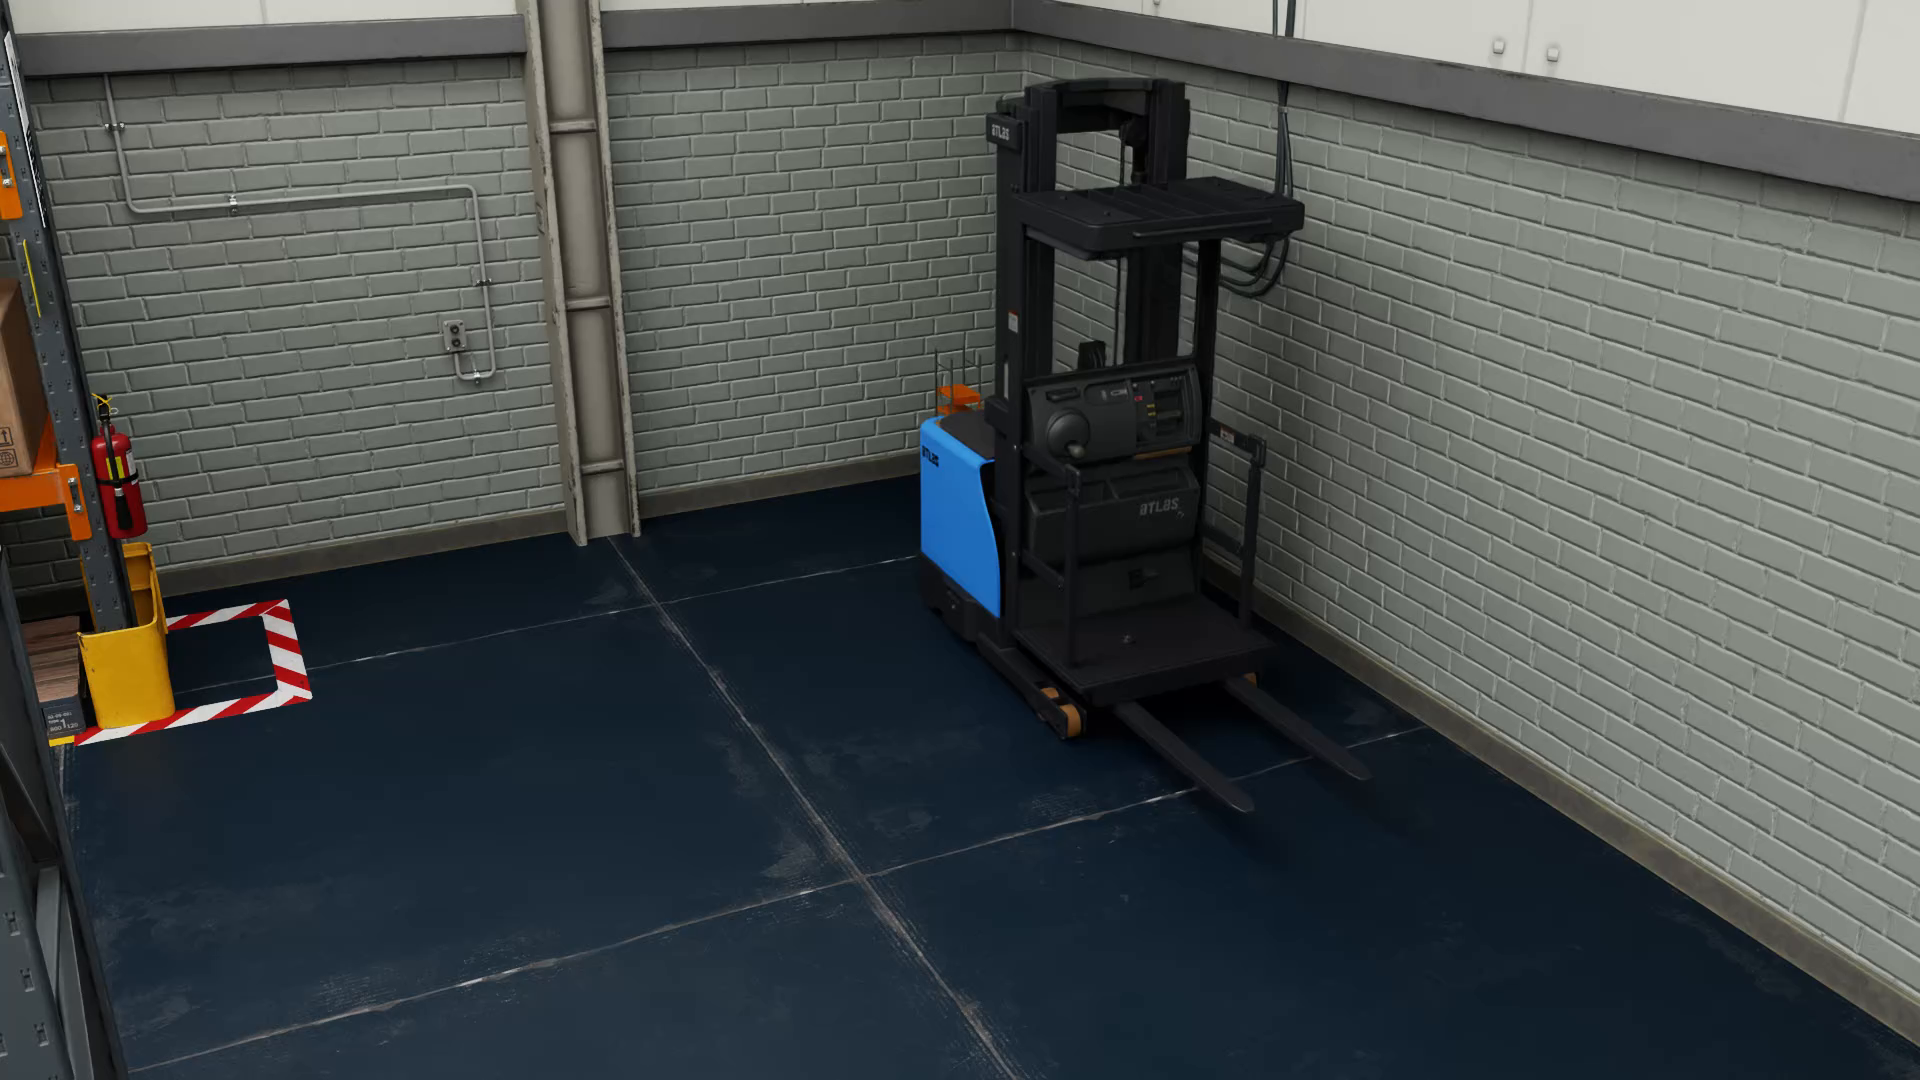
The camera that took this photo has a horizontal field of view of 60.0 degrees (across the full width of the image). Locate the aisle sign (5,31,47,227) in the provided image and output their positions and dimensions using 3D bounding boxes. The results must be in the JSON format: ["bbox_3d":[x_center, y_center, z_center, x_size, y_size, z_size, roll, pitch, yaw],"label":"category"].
[{"bbox_3d":[-4.080,-1.797,7.270,0.004,0.787,0.394,-10,25,-24],"label":"aisle sign"}]

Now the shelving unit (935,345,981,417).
[{"bbox_3d":[-0.013,-0.552,10.015,0.189,1.200,0.258,-10,25,-24],"label":"shelving unit"}]

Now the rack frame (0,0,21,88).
[{"bbox_3d":[-4.275,-3.459,6.841,0.127,3.000,1.000,-10,25,-24],"label":"rack frame"}]

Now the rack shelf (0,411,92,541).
[{"bbox_3d":[-6.078,-0.023,7.325,4.000,0.370,1.077,-10,25,-24],"label":"rack shelf"}]

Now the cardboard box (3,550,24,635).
[{"bbox_3d":[-4.863,0.424,8.023,0.500,0.500,0.700,-10,25,-24],"label":"cardboard box"}]

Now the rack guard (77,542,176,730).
[{"bbox_3d":[-4.254,0.464,8.476,0.348,0.500,1.175,-10,25,-24],"label":"rack guard"}]

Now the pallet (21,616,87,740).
[{"bbox_3d":[-4.962,0.761,8.136,1.213,0.211,1.003,-10,25,-24],"label":"pallet"}]

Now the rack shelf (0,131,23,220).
[{"bbox_3d":[-6.078,-1.409,6.751,4.000,0.370,1.077,-10,25,-24],"label":"rack shelf"}]

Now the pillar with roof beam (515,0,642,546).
[{"bbox_3d":[-0.351,-2.722,5.059,0.400,9.000,9.100,-10,25,-24],"label":"pillar with roof beam"}]

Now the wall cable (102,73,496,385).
[{"bbox_3d":[-3.532,-1.695,9.095,1.851,1.984,0.084,-10,25,-24],"label":"wall cable"}]

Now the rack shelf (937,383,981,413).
[{"bbox_3d":[-0.013,-0.844,9.894,0.180,0.103,0.258,-10,25,-24],"label":"rack shelf"}]

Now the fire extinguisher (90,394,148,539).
[{"bbox_3d":[-3.939,-0.345,7.751,0.183,0.674,0.296,-10,25,-24],"label":"fire extinguisher"}]

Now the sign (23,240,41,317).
[{"bbox_3d":[-4.053,-1.142,7.264,0.005,0.325,0.100,-10,25,-24],"label":"sign"}]

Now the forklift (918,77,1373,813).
[{"bbox_3d":[0.846,-0.592,7.849,1.130,2.935,3.031,-10,25,-23],"label":"forklift"}]

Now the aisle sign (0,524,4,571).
[{"bbox_3d":[-2.190,-0.294,3.640,0.004,0.787,0.394,-10,25,-24],"label":"aisle sign"}]

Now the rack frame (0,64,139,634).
[{"bbox_3d":[-4.275,-0.687,7.989,0.127,3.000,1.000,-10,25,-24],"label":"rack frame"}]

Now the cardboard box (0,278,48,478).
[{"bbox_3d":[-4.731,-0.738,7.718,0.700,0.700,0.980,-9,24,-21],"label":"cardboard box"}]

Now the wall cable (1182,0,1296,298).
[{"bbox_3d":[0.976,-2.840,9.404,0.112,2.526,3.097,-10,25,-24],"label":"wall cable"}]

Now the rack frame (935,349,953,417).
[{"bbox_3d":[-0.095,-0.537,9.978,0.006,1.200,0.240,-10,25,-24],"label":"rack frame"}]

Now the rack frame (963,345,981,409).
[{"bbox_3d":[0.069,-0.567,10.051,0.006,1.200,0.240,-10,25,-24],"label":"rack frame"}]

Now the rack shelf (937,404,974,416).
[{"bbox_3d":[-0.013,-0.733,9.940,0.180,0.103,0.258,-10,25,-24],"label":"rack shelf"}]
